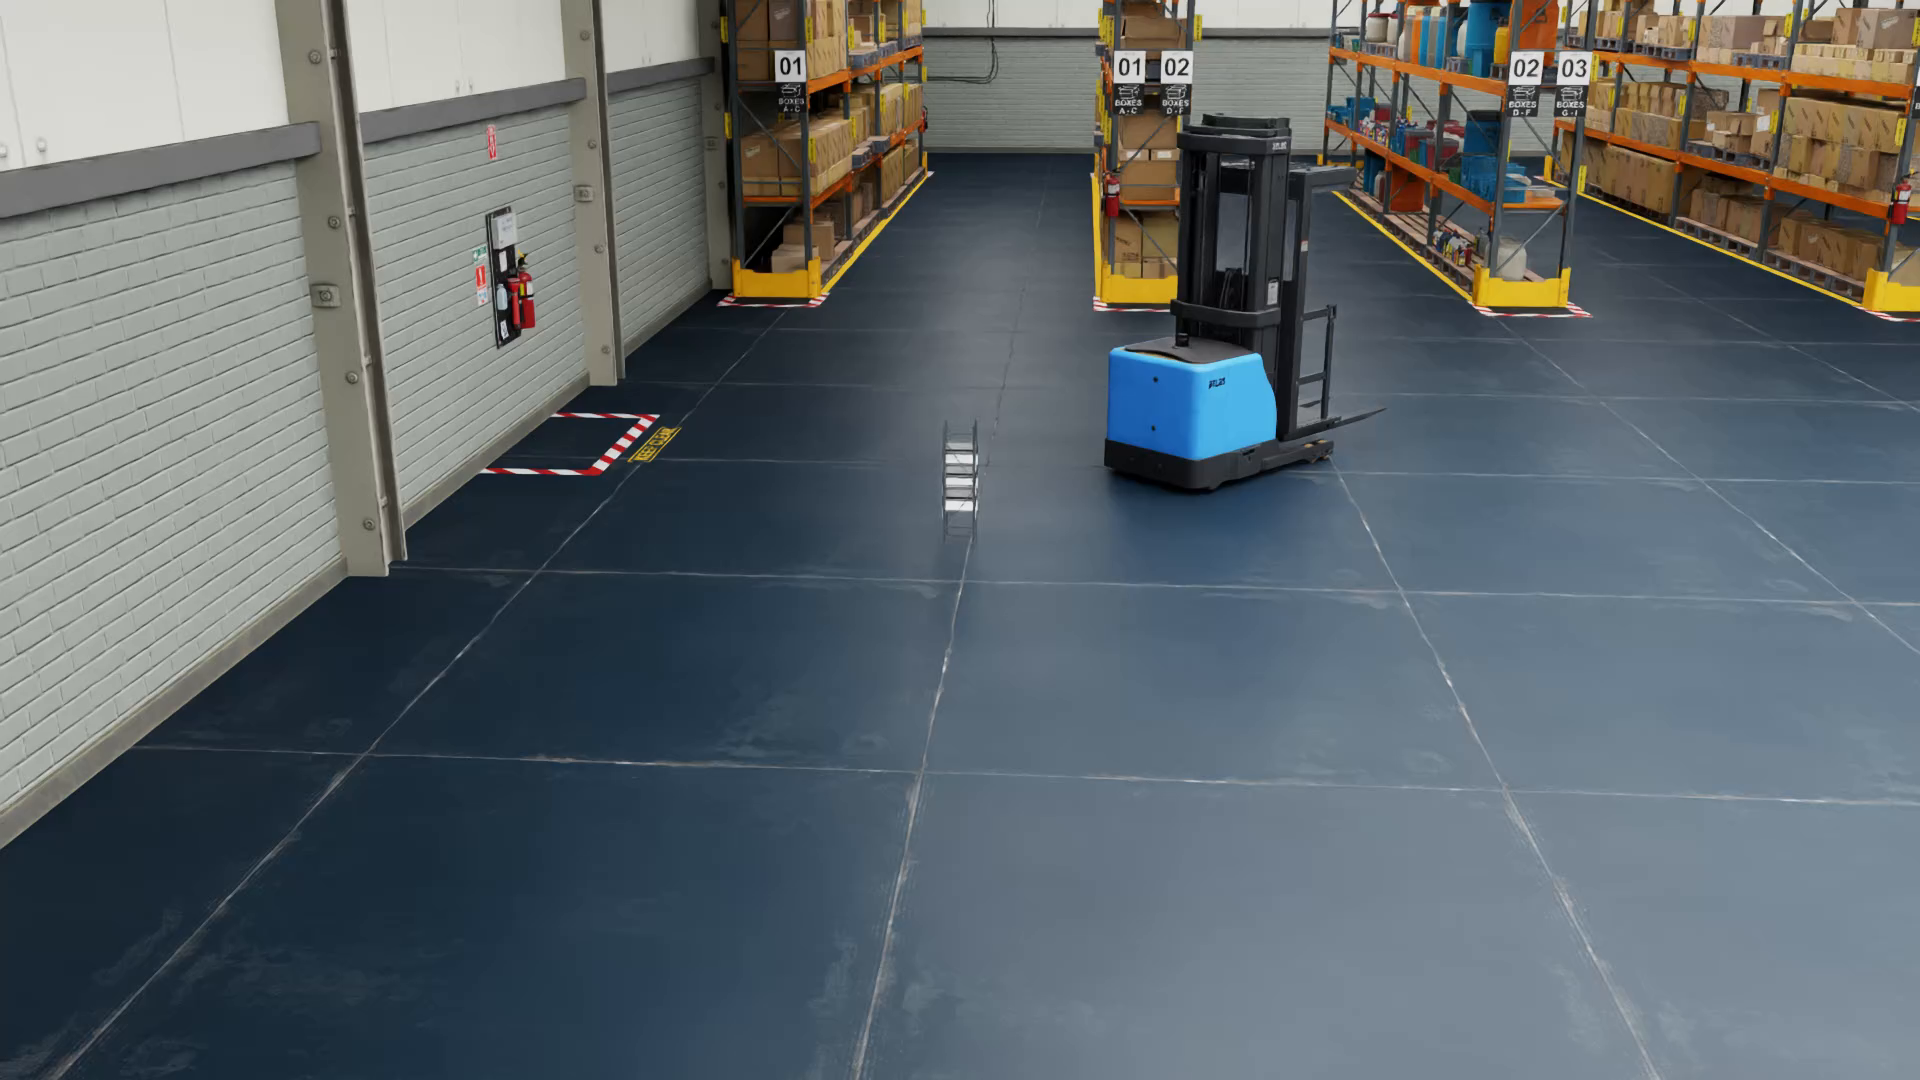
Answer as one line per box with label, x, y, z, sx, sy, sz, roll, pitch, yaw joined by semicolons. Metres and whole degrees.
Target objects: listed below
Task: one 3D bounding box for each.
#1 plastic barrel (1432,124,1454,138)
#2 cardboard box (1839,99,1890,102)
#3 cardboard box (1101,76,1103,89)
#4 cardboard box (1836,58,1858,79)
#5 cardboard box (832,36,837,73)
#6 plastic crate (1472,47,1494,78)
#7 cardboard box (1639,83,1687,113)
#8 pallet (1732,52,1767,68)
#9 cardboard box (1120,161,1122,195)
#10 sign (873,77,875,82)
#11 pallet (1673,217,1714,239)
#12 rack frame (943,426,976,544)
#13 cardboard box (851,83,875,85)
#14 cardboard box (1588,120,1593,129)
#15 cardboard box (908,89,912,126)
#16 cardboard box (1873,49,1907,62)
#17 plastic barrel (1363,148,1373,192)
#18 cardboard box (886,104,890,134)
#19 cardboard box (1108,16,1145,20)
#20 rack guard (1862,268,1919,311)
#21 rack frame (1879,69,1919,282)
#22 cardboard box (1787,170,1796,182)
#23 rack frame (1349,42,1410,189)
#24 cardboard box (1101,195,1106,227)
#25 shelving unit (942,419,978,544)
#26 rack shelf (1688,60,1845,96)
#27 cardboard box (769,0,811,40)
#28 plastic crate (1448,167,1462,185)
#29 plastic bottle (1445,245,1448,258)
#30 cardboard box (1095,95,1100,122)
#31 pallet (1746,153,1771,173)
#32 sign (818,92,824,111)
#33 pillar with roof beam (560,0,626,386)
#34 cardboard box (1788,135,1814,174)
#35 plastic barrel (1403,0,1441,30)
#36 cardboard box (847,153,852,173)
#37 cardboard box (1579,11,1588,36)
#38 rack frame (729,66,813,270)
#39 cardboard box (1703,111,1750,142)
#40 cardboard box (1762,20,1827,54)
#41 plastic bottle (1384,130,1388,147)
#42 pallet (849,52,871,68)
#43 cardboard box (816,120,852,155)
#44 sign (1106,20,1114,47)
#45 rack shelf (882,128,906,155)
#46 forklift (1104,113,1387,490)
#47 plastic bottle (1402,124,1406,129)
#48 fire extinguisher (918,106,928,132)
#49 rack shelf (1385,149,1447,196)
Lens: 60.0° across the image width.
plastic barrel;8.110;-6.717;27.925;0.421;0.512;0.421;0;18;0
cardboard box;12.832;-5.998;23.667;0.500;0.500;0.500;1;18;4
cardboard box;3.129;-9.187;33.876;0.500;0.500;0.500;1;18;3
cardboard box;12.228;-6.373;22.478;0.500;0.250;0.500;1;18;3
cardboard box;-2.038;-6.957;23.828;0.500;0.500;0.500;1;18;2
plastic crate;7.234;-6.520;22.713;0.392;0.384;0.575;1;18;4
cardboard box;13.099;-8.233;30.959;0.797;0.503;0.637;1;18;5
pallet;12.846;-7.483;25.927;1.213;0.211;1.003;1;18;4
cardboard box;2.536;-4.971;22.615;0.700;0.500;0.500;2;18;5
sign;-1.890;-10.157;37.086;0.100;0.325;0.005;1;18;4
pallet;12.853;-5.310;28.288;1.003;0.211;1.213;1;18;4
rack frame;-0.007;-0.399;12.194;0.240;0.900;0.006;1;18;4
cardboard box;-1.917;-8.869;32.799;0.500;0.250;0.500;2;18;6
cardboard box;12.966;-8.422;33.712;0.380;0.149;0.250;2;18;5
cardboard box;-1.511;-8.989;34.556;0.980;0.700;0.700;1;18;3
cardboard box;12.086;-6.274;21.536;0.380;0.149;0.250;1;18;4
plastic barrel;8.201;-7.264;32.470;0.600;0.901;0.708;1;18;4
cardboard box;-1.574;-7.715;30.481;0.500;0.500;0.500;2;18;6
cardboard box;2.444;-7.446;24.453;0.500;0.500;0.500;3;18;8
rack guard;12.343;-3.229;21.473;1.175;0.500;0.348;1;18;4
rack frame;12.337;-4.393;21.012;1.000;3.000;0.127;1;18;4
cardboard box;12.288;-5.300;24.184;0.380;0.149;0.250;1;18;4
rack frame;8.257;-8.230;32.724;1.000;3.000;0.127;1;18;4
cardboard box;2.398;-4.970;25.310;0.500;0.500;0.500;1;18;4
shelving unit;0.001;-0.430;12.291;0.258;0.900;0.210;1;18;4
rack shelf;12.768;-7.340;26.344;1.077;0.370;4.000;1;18;4
cardboard box;-2.215;-6.796;21.732;0.500;0.500;0.500;0;18;0
plastic crate;7.305;-5.230;23.906;0.450;0.188;0.662;1;18;4
plastic bottle;7.155;-4.238;24.326;0.097;0.201;0.097;0;18;0
cardboard box;3.060;-8.447;32.550;0.700;0.500;0.500;-5;19;-15
pallet;12.824;-5.778;25.548;1.003;0.211;1.213;1;18;4
sign;-2.465;-7.771;29.462;0.100;0.325;0.005;1;18;4
pillar with roof beam;0.567;-5.853;15.832;9.100;9.000;0.400;1;18;4
cardboard box;12.459;-5.531;23.848;0.875;0.500;0.500;1;18;4
plastic barrel;8.014;-8.993;28.871;0.600;0.830;0.708;1;18;4
cardboard box;-1.929;-5.751;25.366;0.500;0.250;0.500;1;18;4
cardboard box;13.340;-10.747;34.592;0.700;0.500;0.500;1;18;2
rack frame;-2.484;-4.725;22.024;1.000;3.000;0.127;1;18;4
cardboard box;12.912;-6.956;27.999;0.500;0.500;0.500;-1;18;-3
cardboard box;12.823;-7.746;25.587;0.797;0.503;0.637;2;18;6
plastic bottle;7.591;-7.139;29.582;0.061;0.283;0.133;1;18;4
pallet;-2.047;-7.492;25.956;1.213;0.211;1.003;1;18;4
cardboard box;-1.923;-6.108;25.250;0.500;0.500;0.500;1;18;4
sign;1.917;-6.440;21.148;0.100;0.325;0.005;1;18;4
rack shelf;-1.767;-7.489;31.615;1.077;0.370;4.000;1;18;4
forklift;2.643;-2.168;14.332;3.031;2.935;1.130;-16;24;-41
plastic bottle;8.337;-7.653;31.167;0.097;0.271;0.097;0;18;0
fire extinguisher;-0.866;-9.516;37.372;0.296;0.674;0.183;1;18;4
rack shelf;7.827;-6.025;27.149;1.077;0.370;4.000;1;18;4
